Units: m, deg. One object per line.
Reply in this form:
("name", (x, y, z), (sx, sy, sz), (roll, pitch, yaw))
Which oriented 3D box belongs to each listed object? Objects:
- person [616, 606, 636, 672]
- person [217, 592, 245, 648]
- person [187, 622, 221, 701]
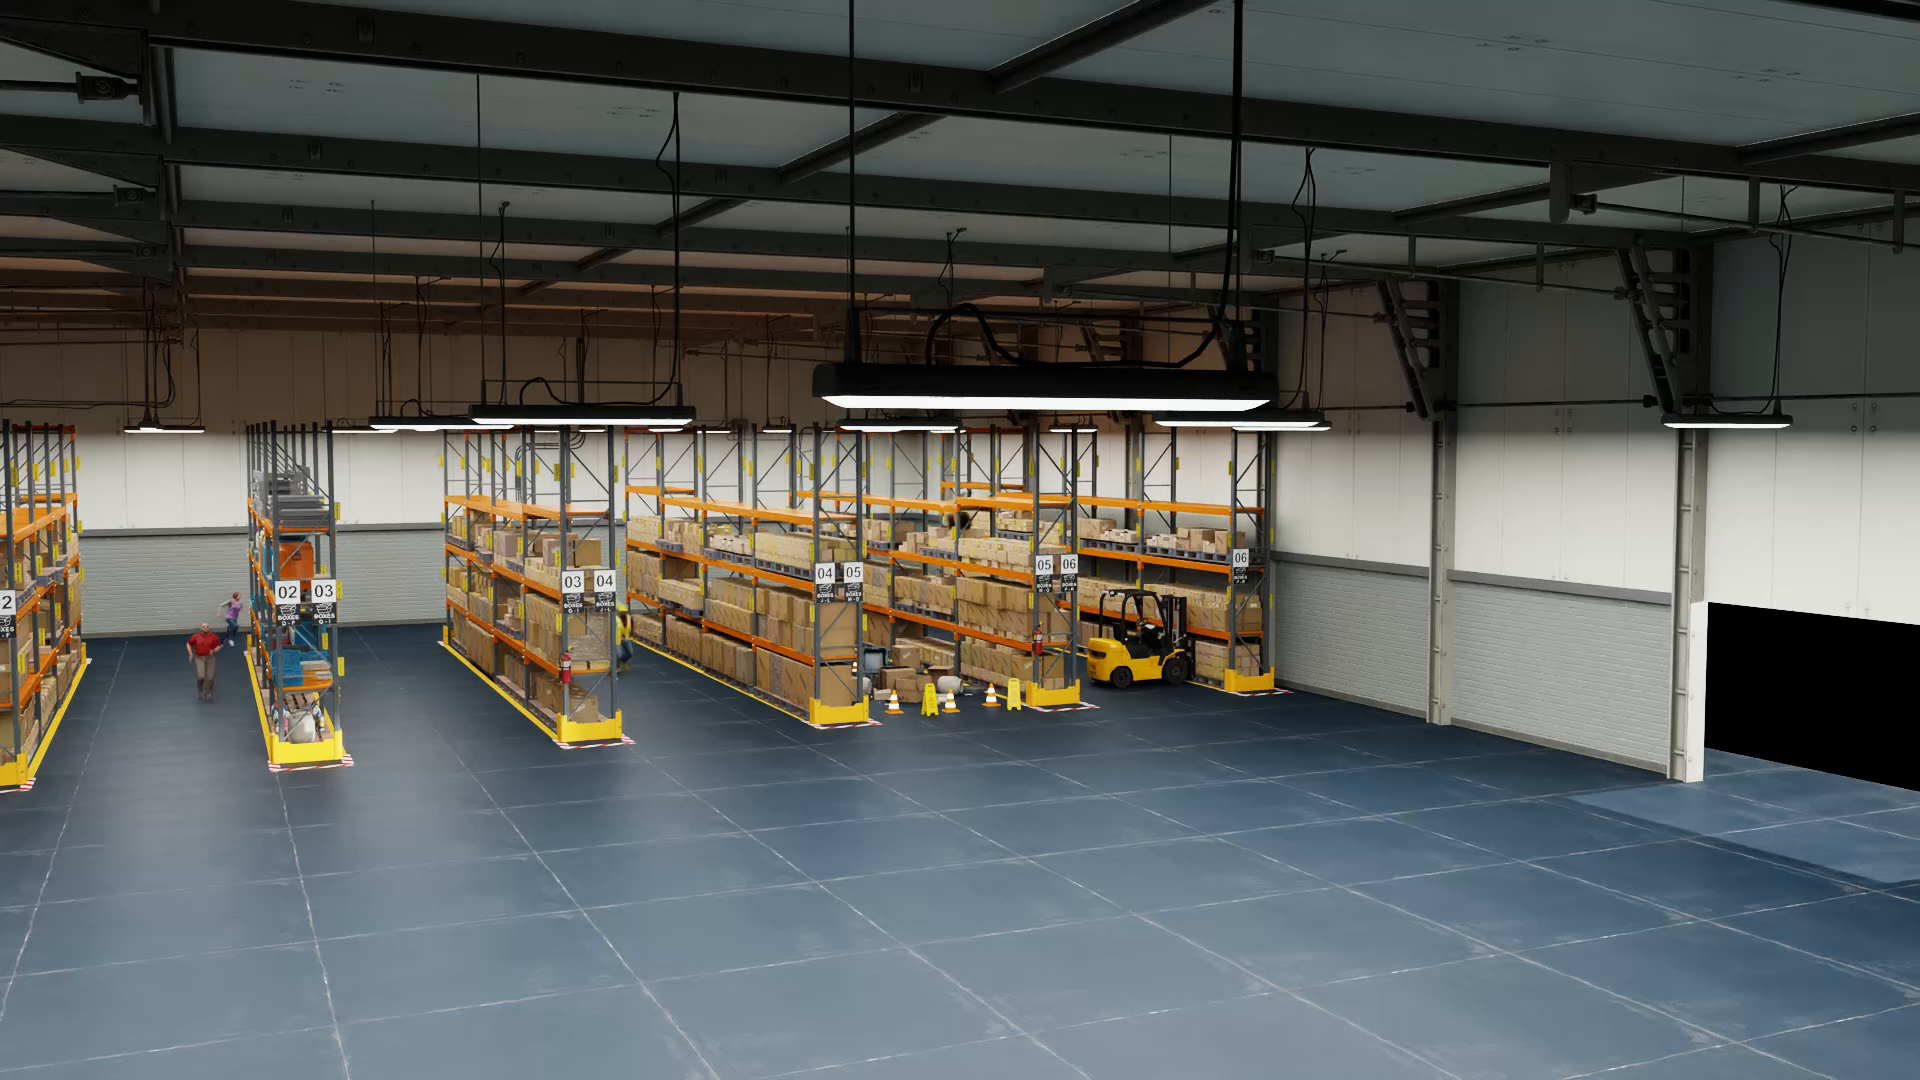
("person", (-8.127, 2.395, 40.112), (0.716, 1.652, 0.773), (-3, 5, -38))
("person", (-19.779, 2.153, 45.162), (0.644, 1.496, 0.702), (1, 4, 20))
("person", (-16.292, 2.624, 35.879), (0.663, 1.699, 0.652), (-2, 4, -29))
